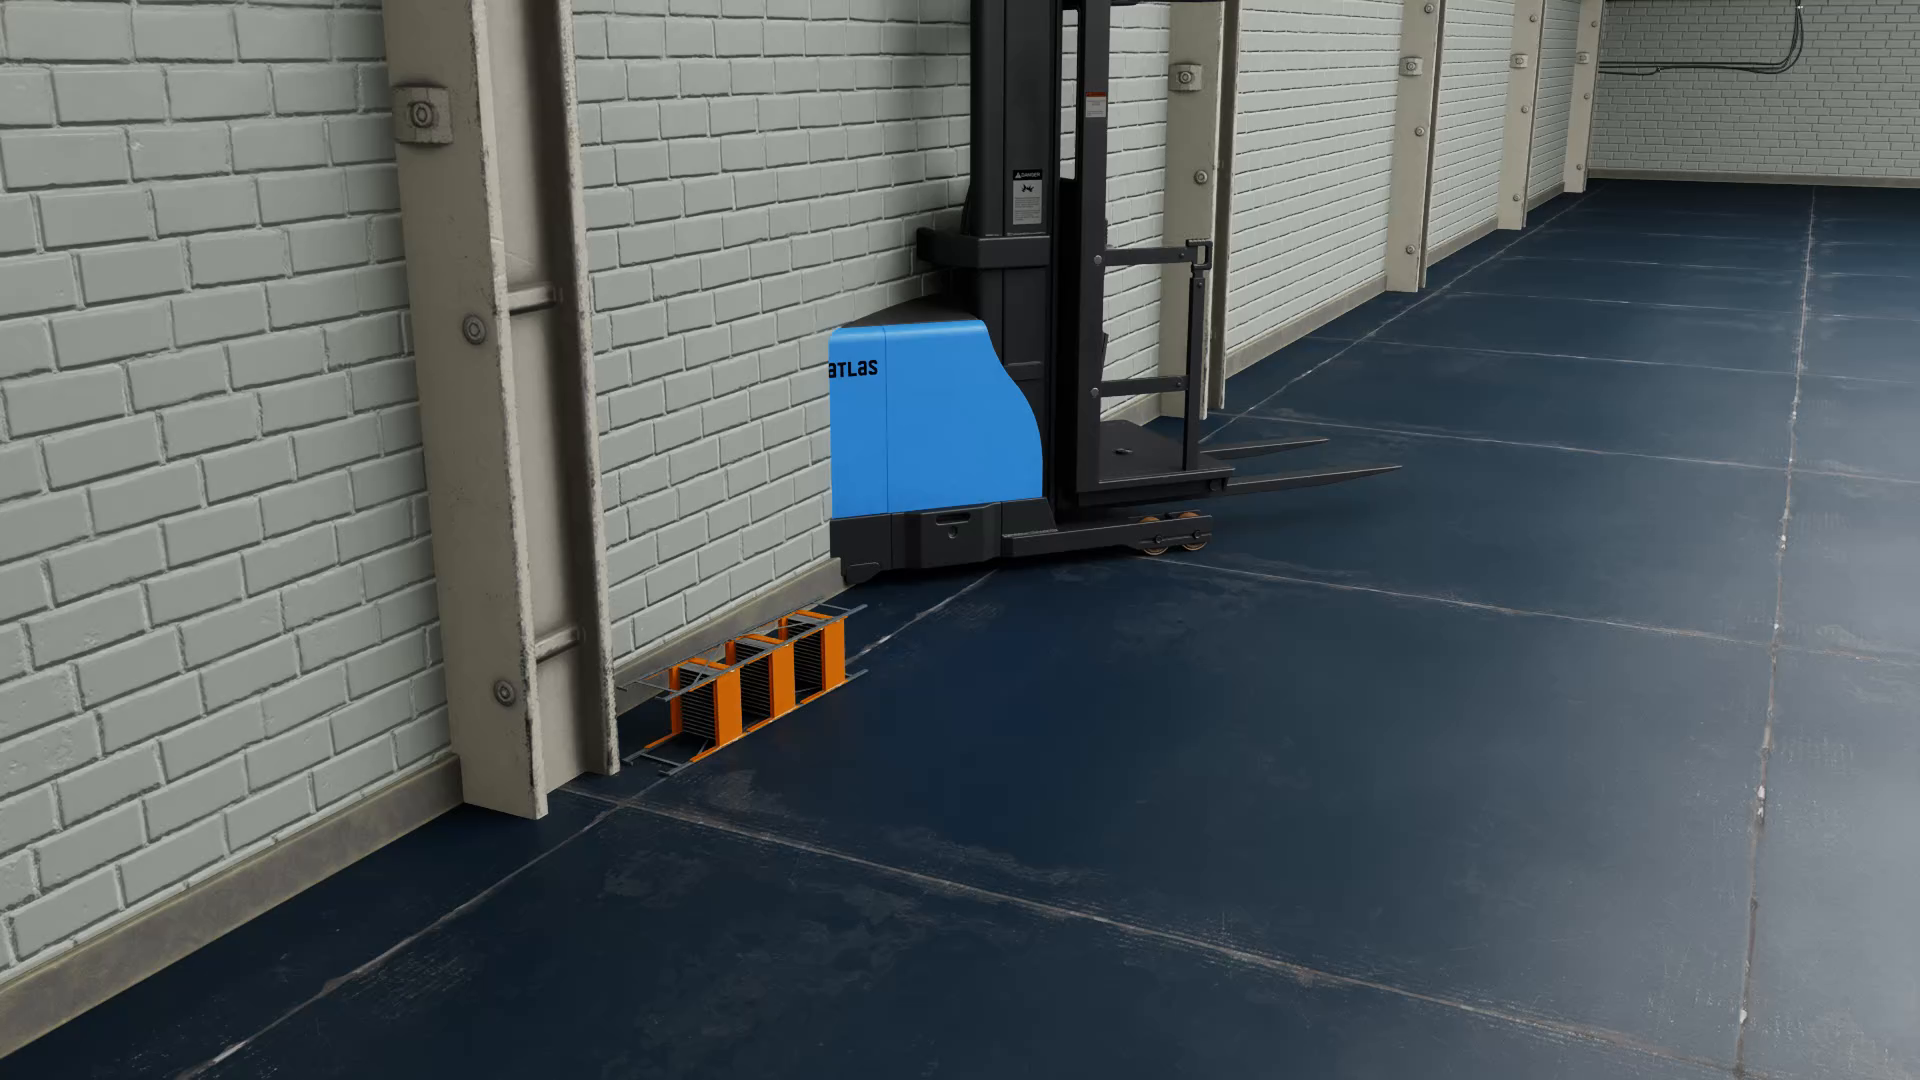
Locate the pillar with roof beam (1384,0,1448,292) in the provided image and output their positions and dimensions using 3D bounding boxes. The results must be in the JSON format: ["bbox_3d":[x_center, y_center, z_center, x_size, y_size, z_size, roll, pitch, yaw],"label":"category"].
[{"bbox_3d":[7.941,-6.084,12.203,9.100,9.000,0.400,8,18,25],"label":"pillar with roof beam"}]

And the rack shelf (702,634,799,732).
[{"bbox_3d":[-0.697,0.463,5.512,0.215,0.240,0.259,10,19,31],"label":"rack shelf"}]

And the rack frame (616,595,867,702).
[{"bbox_3d":[-0.692,0.343,5.486,0.200,0.008,1.050,10,19,31],"label":"rack frame"}]

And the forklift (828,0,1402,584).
[{"bbox_3d":[0.580,-1.471,7.328,3.031,2.935,1.130,-6,18,-21],"label":"forklift"}]

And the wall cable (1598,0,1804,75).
[{"bbox_3d":[11.951,-8.782,26.740,3.097,2.526,0.112,8,18,25],"label":"wall cable"}]

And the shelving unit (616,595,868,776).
[{"bbox_3d":[-0.692,0.460,5.521,0.215,0.252,1.050,10,19,31],"label":"shelving unit"}]

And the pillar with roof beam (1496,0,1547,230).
[{"bbox_3d":[10.622,-7.612,17.348,9.100,9.000,0.400,8,18,25],"label":"pillar with roof beam"}]

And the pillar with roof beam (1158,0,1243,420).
[{"bbox_3d":[5.260,-4.556,7.057,9.100,9.000,0.400,8,18,25],"label":"pillar with roof beam"}]

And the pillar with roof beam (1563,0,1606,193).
[{"bbox_3d":[13.303,-9.140,22.494,9.100,9.000,0.400,8,18,25],"label":"pillar with roof beam"}]

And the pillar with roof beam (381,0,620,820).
[{"bbox_3d":[2.579,-3.027,1.912,9.100,9.000,0.400,8,18,25],"label":"pillar with roof beam"}]

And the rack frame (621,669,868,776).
[{"bbox_3d":[-0.692,0.577,5.556,0.200,0.008,1.050,10,19,31],"label":"rack frame"}]

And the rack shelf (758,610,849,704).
[{"bbox_3d":[-0.546,0.395,5.743,0.215,0.240,0.259,10,19,31],"label":"rack shelf"}]

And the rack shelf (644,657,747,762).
[{"bbox_3d":[-0.846,0.530,5.287,0.215,0.240,0.259,10,19,31],"label":"rack shelf"}]
